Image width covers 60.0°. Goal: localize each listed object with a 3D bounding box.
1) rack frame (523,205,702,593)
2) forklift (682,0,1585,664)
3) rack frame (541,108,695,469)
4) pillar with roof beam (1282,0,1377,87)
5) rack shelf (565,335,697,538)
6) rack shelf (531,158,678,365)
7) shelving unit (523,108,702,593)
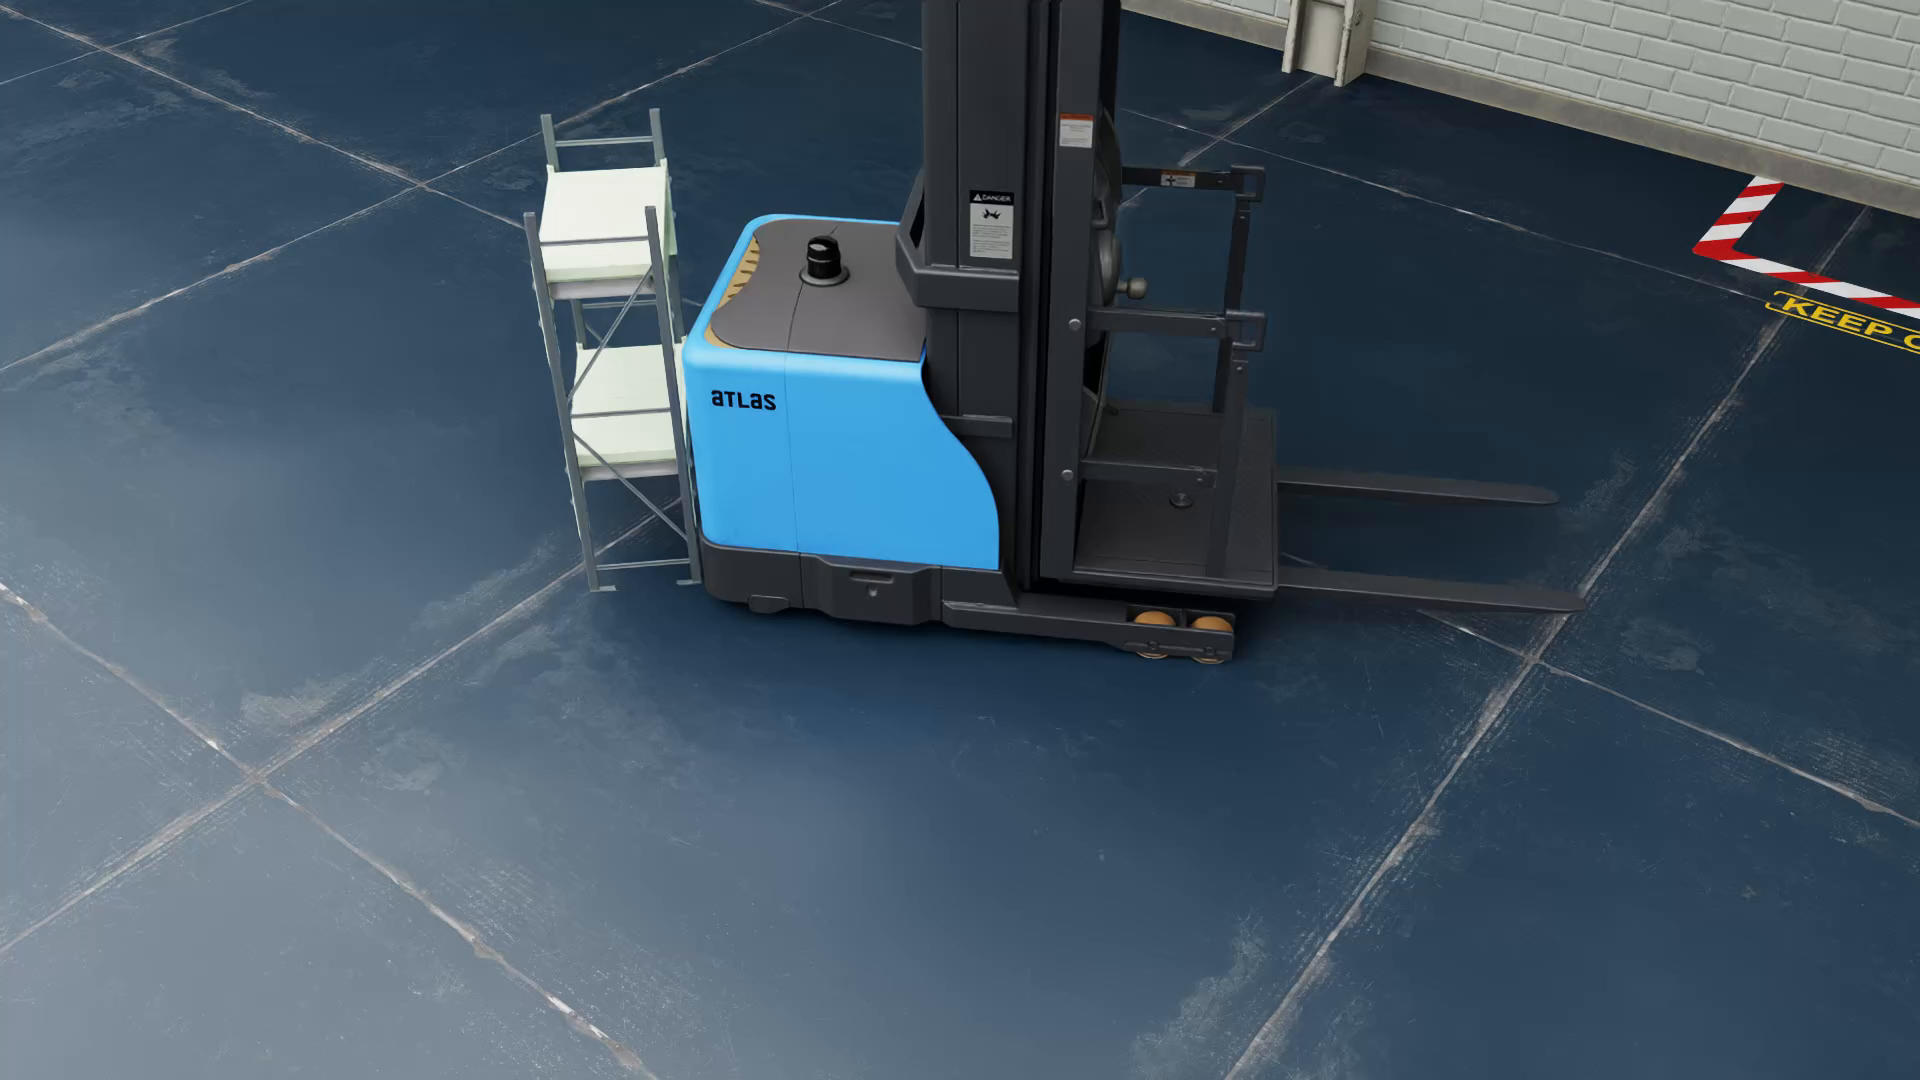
[{"bbox_3d":[-1.138,-0.422,5.572,0.400,1.500,0.023,-4,38,-6],"label":"rack frame"},{"bbox_3d":[0.650,-1.079,5.251,3.031,2.935,1.130,5,38,6],"label":"forklift"},{"bbox_3d":[-1.229,-0.869,6.144,0.400,1.500,0.023,-4,38,-6],"label":"rack frame"},{"bbox_3d":[-0.477,-4.195,4.309,0.400,9.000,9.100,25,45,29],"label":"pillar with roof beam"},{"bbox_3d":[-1.183,-0.389,6.059,0.431,0.370,0.720,-4,38,-6],"label":"rack shelf"},{"bbox_3d":[-1.183,-0.953,5.617,0.431,0.370,0.720,-4,38,-6],"label":"rack shelf"},{"bbox_3d":[-1.183,-0.645,5.858,0.431,1.500,0.755,-4,38,-6],"label":"shelving unit"}]
